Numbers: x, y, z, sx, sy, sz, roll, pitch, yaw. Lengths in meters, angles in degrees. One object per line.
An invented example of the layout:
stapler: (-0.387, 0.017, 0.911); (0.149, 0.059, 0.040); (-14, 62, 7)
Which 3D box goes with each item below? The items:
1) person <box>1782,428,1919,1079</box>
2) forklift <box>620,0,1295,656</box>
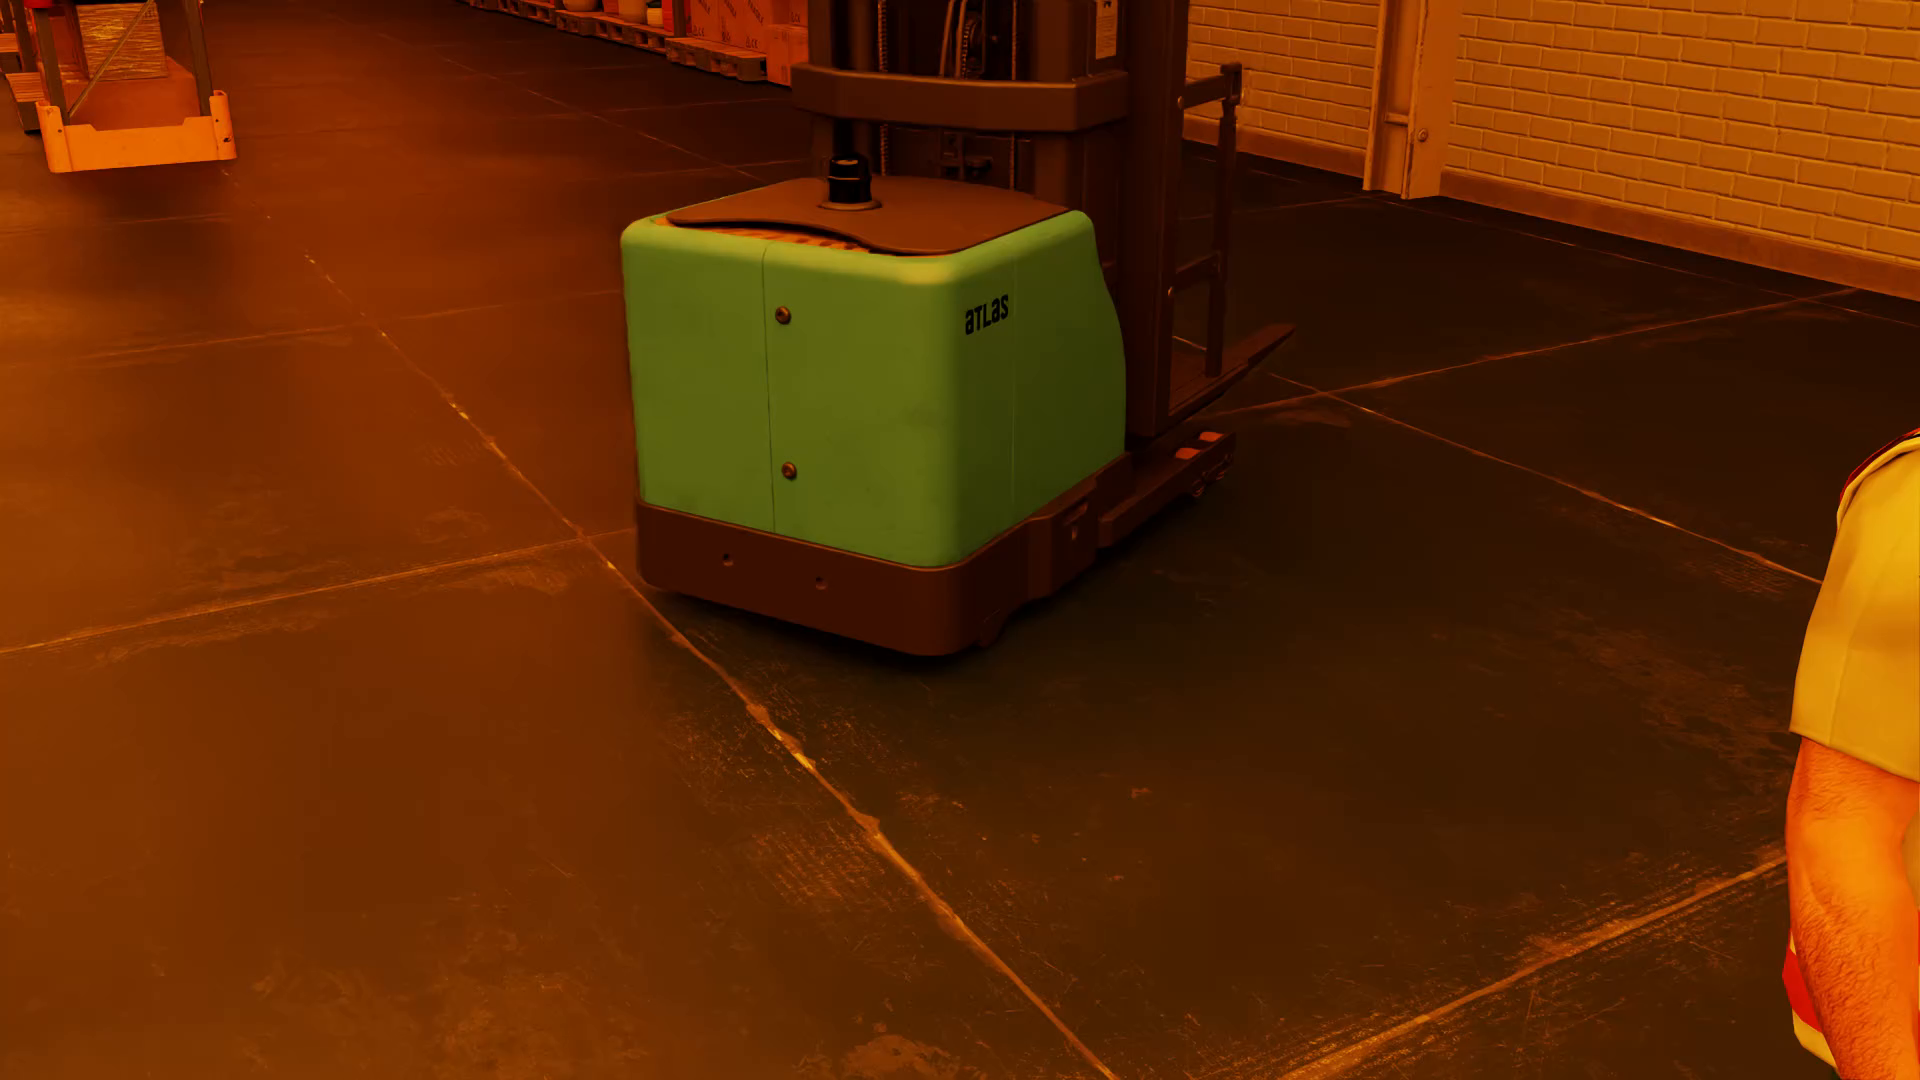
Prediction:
person: (1.031, 0.506, 1.525); (0.637, 1.787, 0.564); (-16, 27, -33)
forklift: (0.278, -1.574, 5.111); (1.130, 2.935, 3.031); (13, 25, 28)
